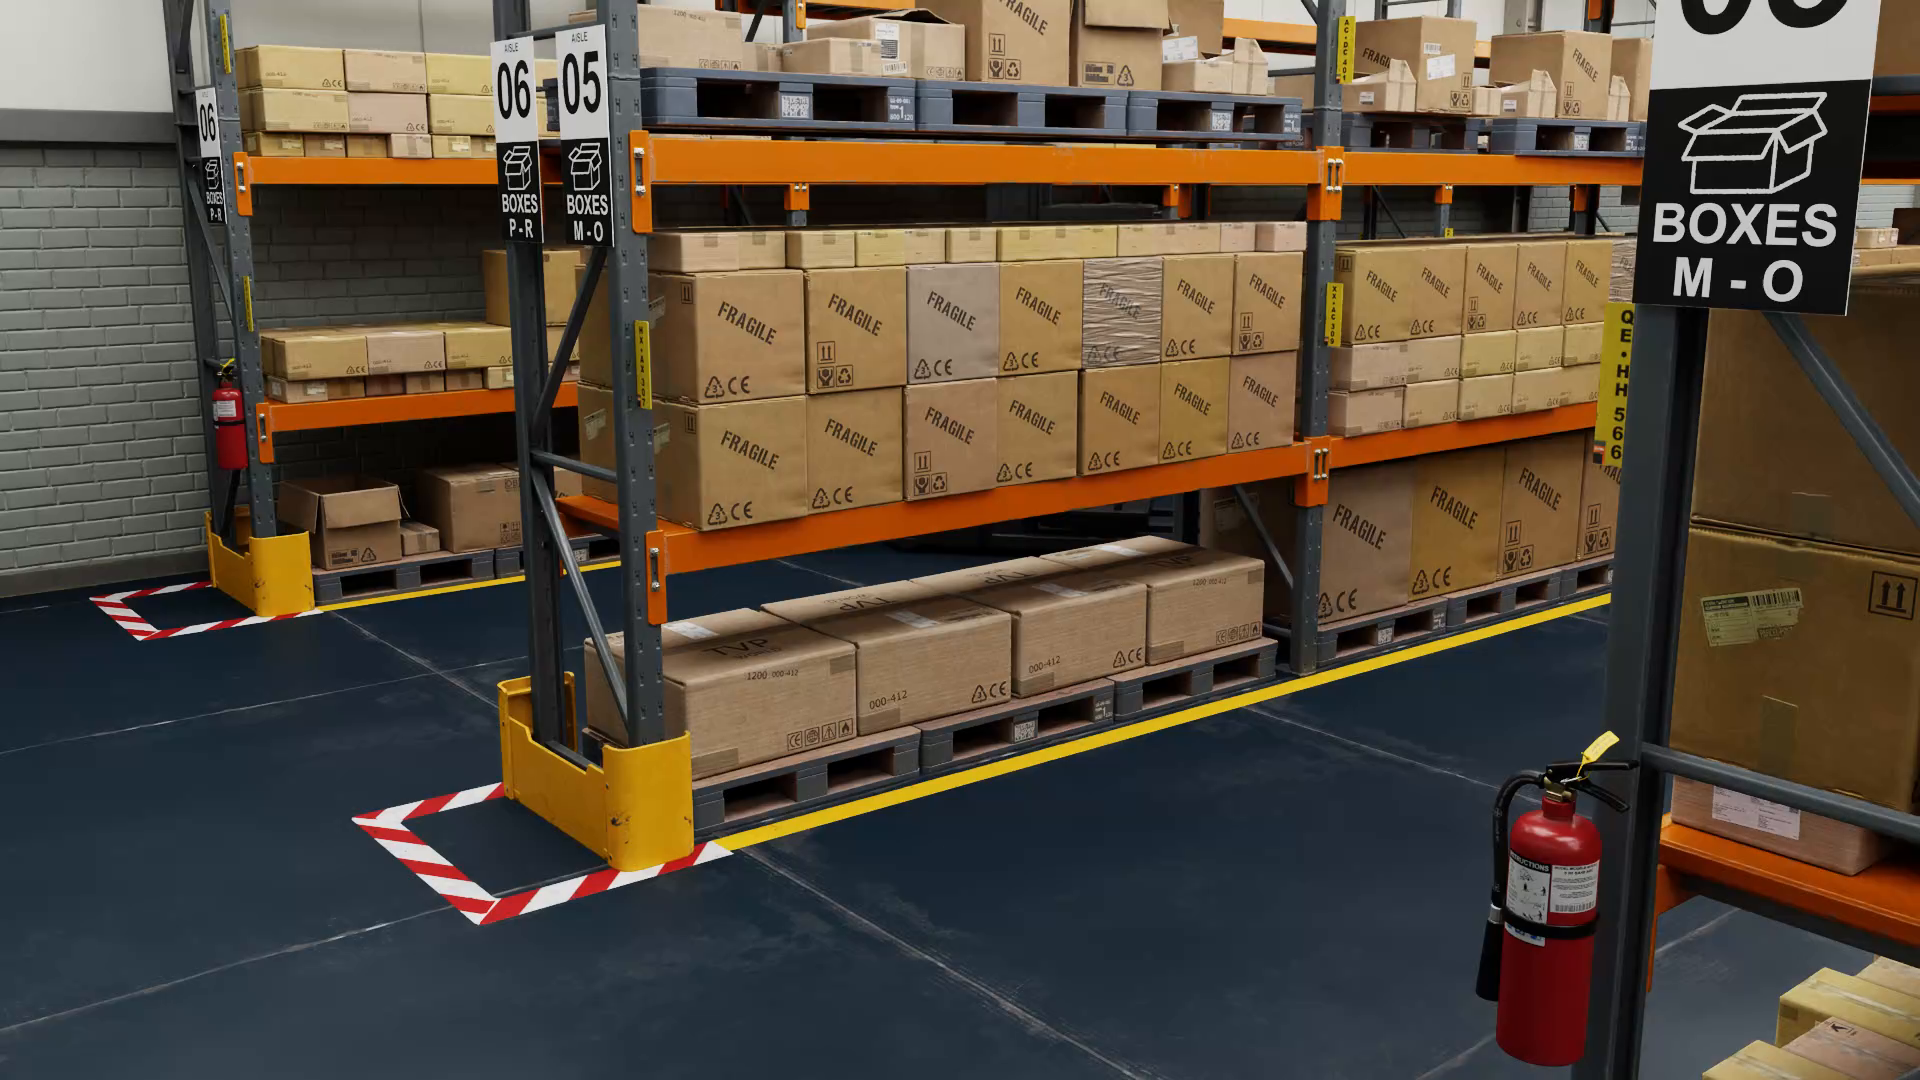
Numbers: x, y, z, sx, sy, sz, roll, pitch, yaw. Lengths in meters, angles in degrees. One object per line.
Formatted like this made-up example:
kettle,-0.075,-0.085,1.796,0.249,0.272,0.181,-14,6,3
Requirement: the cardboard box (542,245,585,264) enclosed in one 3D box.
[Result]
cardboard box,-2.835,-1.895,12.169,0.500,0.500,0.500,-10,16,-39

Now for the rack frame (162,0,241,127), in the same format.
rack frame,-4.629,-4.021,9.901,0.127,3.000,1.000,-9,15,-38

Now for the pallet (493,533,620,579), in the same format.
pallet,-2.996,0.007,12.090,1.213,0.211,1.003,-9,15,-38

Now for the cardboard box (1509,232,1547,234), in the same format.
cardboard box,6.654,-3.533,19.525,0.250,0.149,0.380,-9,15,-36

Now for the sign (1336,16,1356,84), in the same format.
sign,1.946,-2.470,8.383,0.005,0.325,0.100,-9,15,-38

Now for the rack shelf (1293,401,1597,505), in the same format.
rack shelf,3.160,-0.709,10.477,4.000,0.370,1.077,-9,15,-38

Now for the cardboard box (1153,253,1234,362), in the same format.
cardboard box,1.001,-1.169,8.262,0.500,0.500,0.500,-10,15,-38

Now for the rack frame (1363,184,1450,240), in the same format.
rack frame,4.741,-2.644,17.857,0.127,3.000,1.000,-9,15,-38

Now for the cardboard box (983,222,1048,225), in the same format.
cardboard box,0.223,-1.484,8.185,0.250,0.149,0.380,-9,15,-38

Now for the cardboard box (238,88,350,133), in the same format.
cardboard box,-4.112,-2.639,10.260,0.500,0.250,0.500,-10,15,-38

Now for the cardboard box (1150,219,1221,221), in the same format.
cardboard box,1.189,-1.657,9.003,0.250,0.149,0.380,-10,15,-38

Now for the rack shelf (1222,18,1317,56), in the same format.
rack shelf,3.179,-4.771,16.128,4.000,0.370,1.077,-9,15,-38

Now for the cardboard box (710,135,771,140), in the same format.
cardboard box,-1.726,-3.042,12.156,0.500,0.250,0.500,-9,15,-37

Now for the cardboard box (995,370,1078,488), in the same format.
cardboard box,0.196,-0.548,7.745,0.500,0.500,0.500,-9,15,-36

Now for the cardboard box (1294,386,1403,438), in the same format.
cardboard box,2.107,-0.742,9.263,0.500,0.250,0.500,-10,15,-39

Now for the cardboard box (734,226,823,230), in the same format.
cardboard box,-0.816,-1.326,7.444,0.250,0.149,0.380,-9,15,-36

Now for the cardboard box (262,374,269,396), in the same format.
cardboard box,-4.538,-1.050,10.958,0.250,0.149,0.380,-10,15,-38

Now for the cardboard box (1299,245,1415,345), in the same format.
cardboard box,2.121,-1.350,9.115,0.500,0.500,0.500,-9,15,-37

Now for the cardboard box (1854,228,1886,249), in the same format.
cardboard box,6.896,-2.329,12.845,0.250,0.149,0.380,-10,16,-40

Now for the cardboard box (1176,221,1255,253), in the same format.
cardboard box,1.283,-1.548,8.489,0.250,0.149,0.380,-9,15,-36

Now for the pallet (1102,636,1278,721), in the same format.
pallet,0.955,0.649,9.064,1.213,0.211,1.003,-9,15,-38

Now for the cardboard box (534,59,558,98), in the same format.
cardboard box,-2.941,-3.086,11.158,0.500,0.250,0.500,-9,15,-36

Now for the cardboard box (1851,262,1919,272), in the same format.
cardboard box,2.244,-0.341,3.650,0.500,0.500,0.500,-10,16,-40

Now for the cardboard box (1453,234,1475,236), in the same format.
cardboard box,5.593,-3.381,18.812,0.250,0.149,0.380,-10,15,-39

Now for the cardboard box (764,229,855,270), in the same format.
cardboard box,-0.640,-1.199,6.845,0.250,0.149,0.380,-9,15,-36

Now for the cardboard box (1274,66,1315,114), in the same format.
cardboard box,2.155,-2.579,9.533,0.500,0.311,0.500,-9,15,-38

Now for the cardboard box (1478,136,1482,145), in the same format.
cardboard box,5.281,-4.251,17.560,0.250,0.149,0.380,-9,15,-36

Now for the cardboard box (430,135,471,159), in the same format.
cardboard box,-3.377,-2.554,10.819,0.250,0.149,0.380,-9,15,-38

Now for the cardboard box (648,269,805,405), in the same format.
cardboard box,-0.973,-0.836,6.697,0.500,0.500,0.500,-10,15,-39

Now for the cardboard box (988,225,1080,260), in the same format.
cardboard box,0.336,-1.375,7.672,0.250,0.149,0.380,-9,15,-38

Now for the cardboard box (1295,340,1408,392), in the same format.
cardboard box,2.118,-0.984,9.197,0.500,0.250,0.500,-10,16,-39

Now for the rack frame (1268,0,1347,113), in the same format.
rack frame,1.598,-3.736,8.557,0.127,3.000,1.000,-9,15,-38

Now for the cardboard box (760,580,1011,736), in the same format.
cardboard box,-0.363,0.544,8.003,0.875,0.438,0.875,-9,15,-36

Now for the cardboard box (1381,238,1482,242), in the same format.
cardboard box,2.993,-1.638,10.475,0.500,0.500,0.500,-9,15,-37

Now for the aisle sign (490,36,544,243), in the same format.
aisle sign,-1.775,-1.595,6.658,0.004,0.787,0.394,-9,15,-38

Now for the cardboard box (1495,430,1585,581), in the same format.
cardboard box,3.431,-0.295,10.901,0.875,0.875,0.875,-9,15,-37

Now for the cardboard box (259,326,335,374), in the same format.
cardboard box,-4.436,-1.261,10.993,0.500,0.250,0.500,-9,15,-36

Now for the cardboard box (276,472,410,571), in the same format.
cardboard box,-4.092,-0.135,11.042,0.637,0.503,0.797,-10,16,-40

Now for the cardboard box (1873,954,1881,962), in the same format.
cardboard box,2.673,1.151,4.405,0.250,0.149,0.380,-9,15,-36

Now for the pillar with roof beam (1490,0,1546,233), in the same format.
pillar with roof beam,9.447,-5.455,16.653,0.400,9.000,9.100,-9,15,-38

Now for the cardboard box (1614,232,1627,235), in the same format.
cardboard box,7.717,-3.594,19.813,0.250,0.149,0.380,-9,15,-38

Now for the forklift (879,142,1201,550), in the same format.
forklift,0.946,-1.403,12.177,3.031,2.935,1.130,2,12,9

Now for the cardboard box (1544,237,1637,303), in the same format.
cardboard box,4.086,-1.681,10.674,0.500,0.500,0.500,-9,15,-37

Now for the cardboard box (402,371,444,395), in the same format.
cardboard box,-3.612,-1.065,11.027,0.250,0.149,0.380,-9,15,-36

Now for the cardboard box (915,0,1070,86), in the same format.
cardboard box,0.143,-2.290,7.477,0.500,0.500,0.500,-9,15,-37

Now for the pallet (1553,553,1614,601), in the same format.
pallet,4.059,0.134,11.489,1.213,0.211,1.003,-9,15,-38

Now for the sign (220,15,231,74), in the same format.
sign,-4.290,-2.893,9.708,0.005,0.325,0.100,-9,15,-38

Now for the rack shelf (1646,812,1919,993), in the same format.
rack shelf,3.208,0.600,4.313,4.000,0.370,1.077,-9,15,-38

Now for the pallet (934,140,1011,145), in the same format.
pallet,-0.145,-3.189,13.658,1.003,0.211,1.213,-9,15,-38

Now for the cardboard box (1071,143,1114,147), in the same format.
cardboard box,0.977,-3.347,14.310,0.500,0.250,0.500,-9,15,-37

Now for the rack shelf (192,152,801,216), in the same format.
rack shelf,-3.067,-2.462,11.510,4.000,0.370,1.077,-9,15,-38
